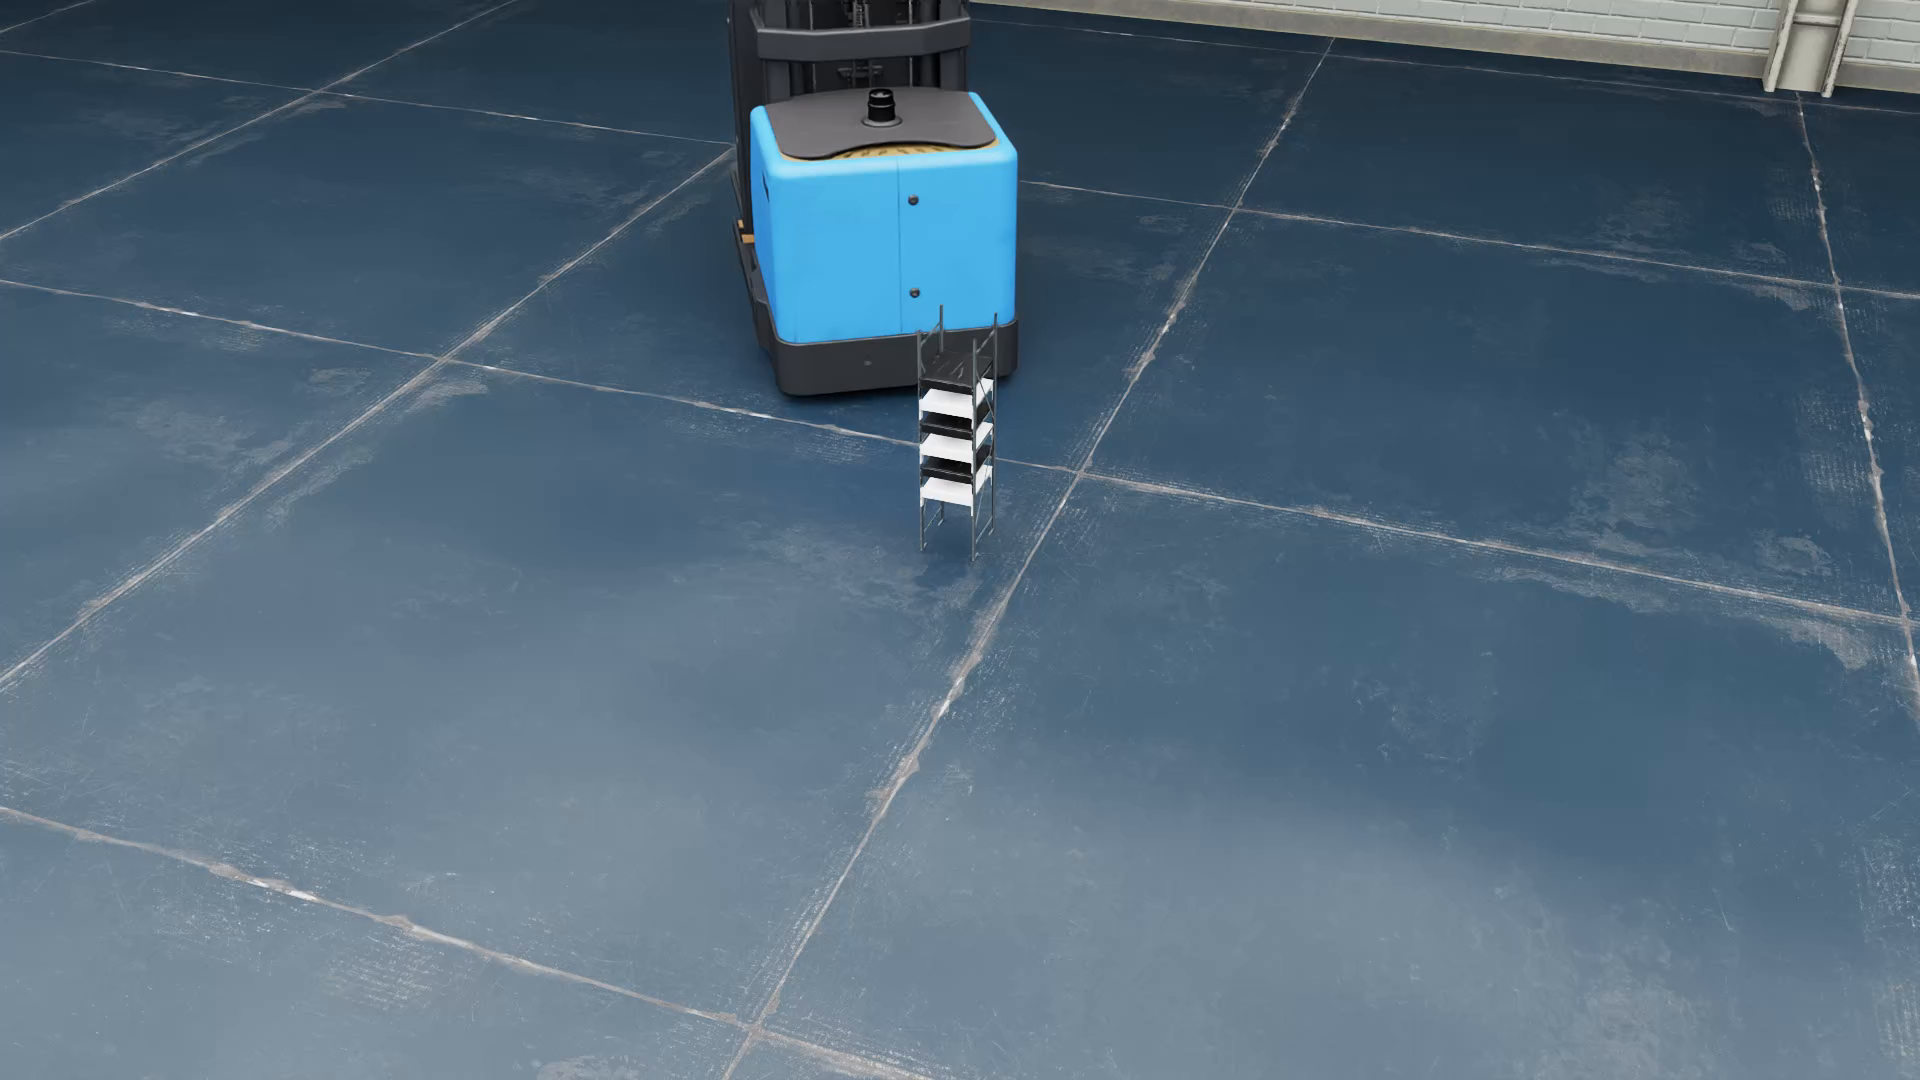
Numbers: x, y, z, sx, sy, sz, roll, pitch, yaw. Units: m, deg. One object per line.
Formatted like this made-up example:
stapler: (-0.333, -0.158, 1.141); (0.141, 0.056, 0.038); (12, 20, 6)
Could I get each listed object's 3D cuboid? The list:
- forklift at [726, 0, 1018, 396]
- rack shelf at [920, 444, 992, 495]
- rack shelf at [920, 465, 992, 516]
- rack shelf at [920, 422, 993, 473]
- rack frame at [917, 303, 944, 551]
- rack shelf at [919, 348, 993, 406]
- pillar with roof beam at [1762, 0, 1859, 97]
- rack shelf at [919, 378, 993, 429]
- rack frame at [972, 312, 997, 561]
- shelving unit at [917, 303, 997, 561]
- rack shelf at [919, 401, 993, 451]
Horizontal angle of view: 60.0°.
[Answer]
forklift: (-0.552, -2.636, 7.630); (1.130, 2.935, 3.031); (-6, 33, -10)
rack shelf: (-0.008, -0.276, 6.075); (0.200, 0.077, 0.258); (11, 34, 16)
rack shelf: (-0.008, -0.200, 6.124); (0.200, 0.077, 0.258); (11, 34, 16)
rack shelf: (-0.008, -0.352, 6.026); (0.200, 0.077, 0.258); (11, 34, 16)
rack frame: (-0.103, -0.398, 6.037); (0.006, 0.900, 0.240); (11, 34, 16)
rack shelf: (-0.008, -0.578, 5.880); (0.200, 0.077, 0.258); (11, 34, 16)
pillar with roof beam: (3.984, -4.527, 4.965); (0.400, 9.000, 9.100); (11, 34, 16)
rack shelf: (-0.008, -0.503, 5.929); (0.200, 0.077, 0.258); (11, 34, 16)
rack frame: (0.088, -0.361, 5.979); (0.006, 0.900, 0.240); (11, 34, 16)
shelving unit: (-0.008, -0.380, 6.008); (0.210, 0.900, 0.258); (11, 34, 16)
rack shelf: (-0.008, -0.427, 5.977); (0.200, 0.077, 0.258); (11, 34, 16)
